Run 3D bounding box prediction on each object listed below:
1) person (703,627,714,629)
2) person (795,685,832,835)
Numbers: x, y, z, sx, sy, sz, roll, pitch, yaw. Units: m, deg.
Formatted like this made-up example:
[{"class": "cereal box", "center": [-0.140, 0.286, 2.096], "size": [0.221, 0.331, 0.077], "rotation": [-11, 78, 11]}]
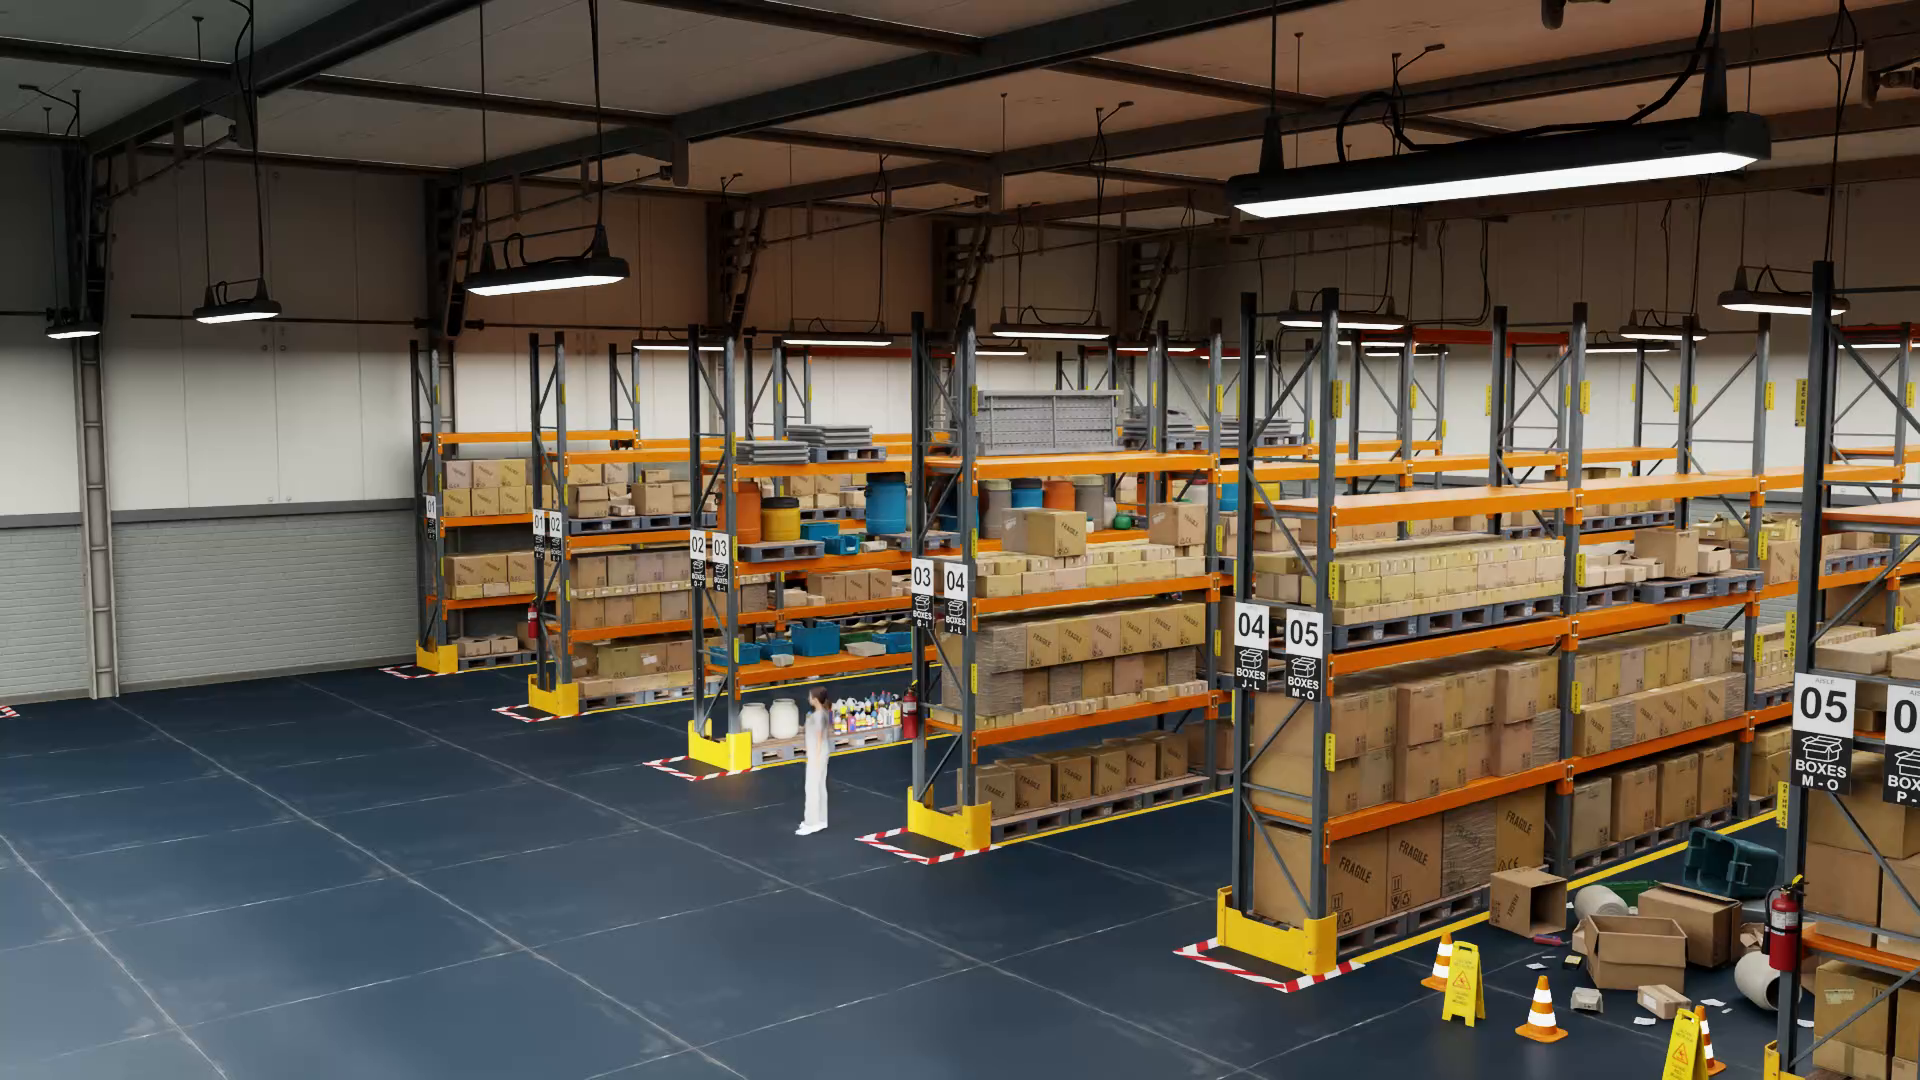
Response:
[{"class": "person", "center": [-4.686, 1.443, 31.071], "size": [0.619, 1.747, 0.672], "rotation": [2, 6, 18]}, {"class": "person", "center": [-1.699, 2.550, 19.374], "size": [0.420, 1.704, 0.524], "rotation": [0, 5, 1]}]
